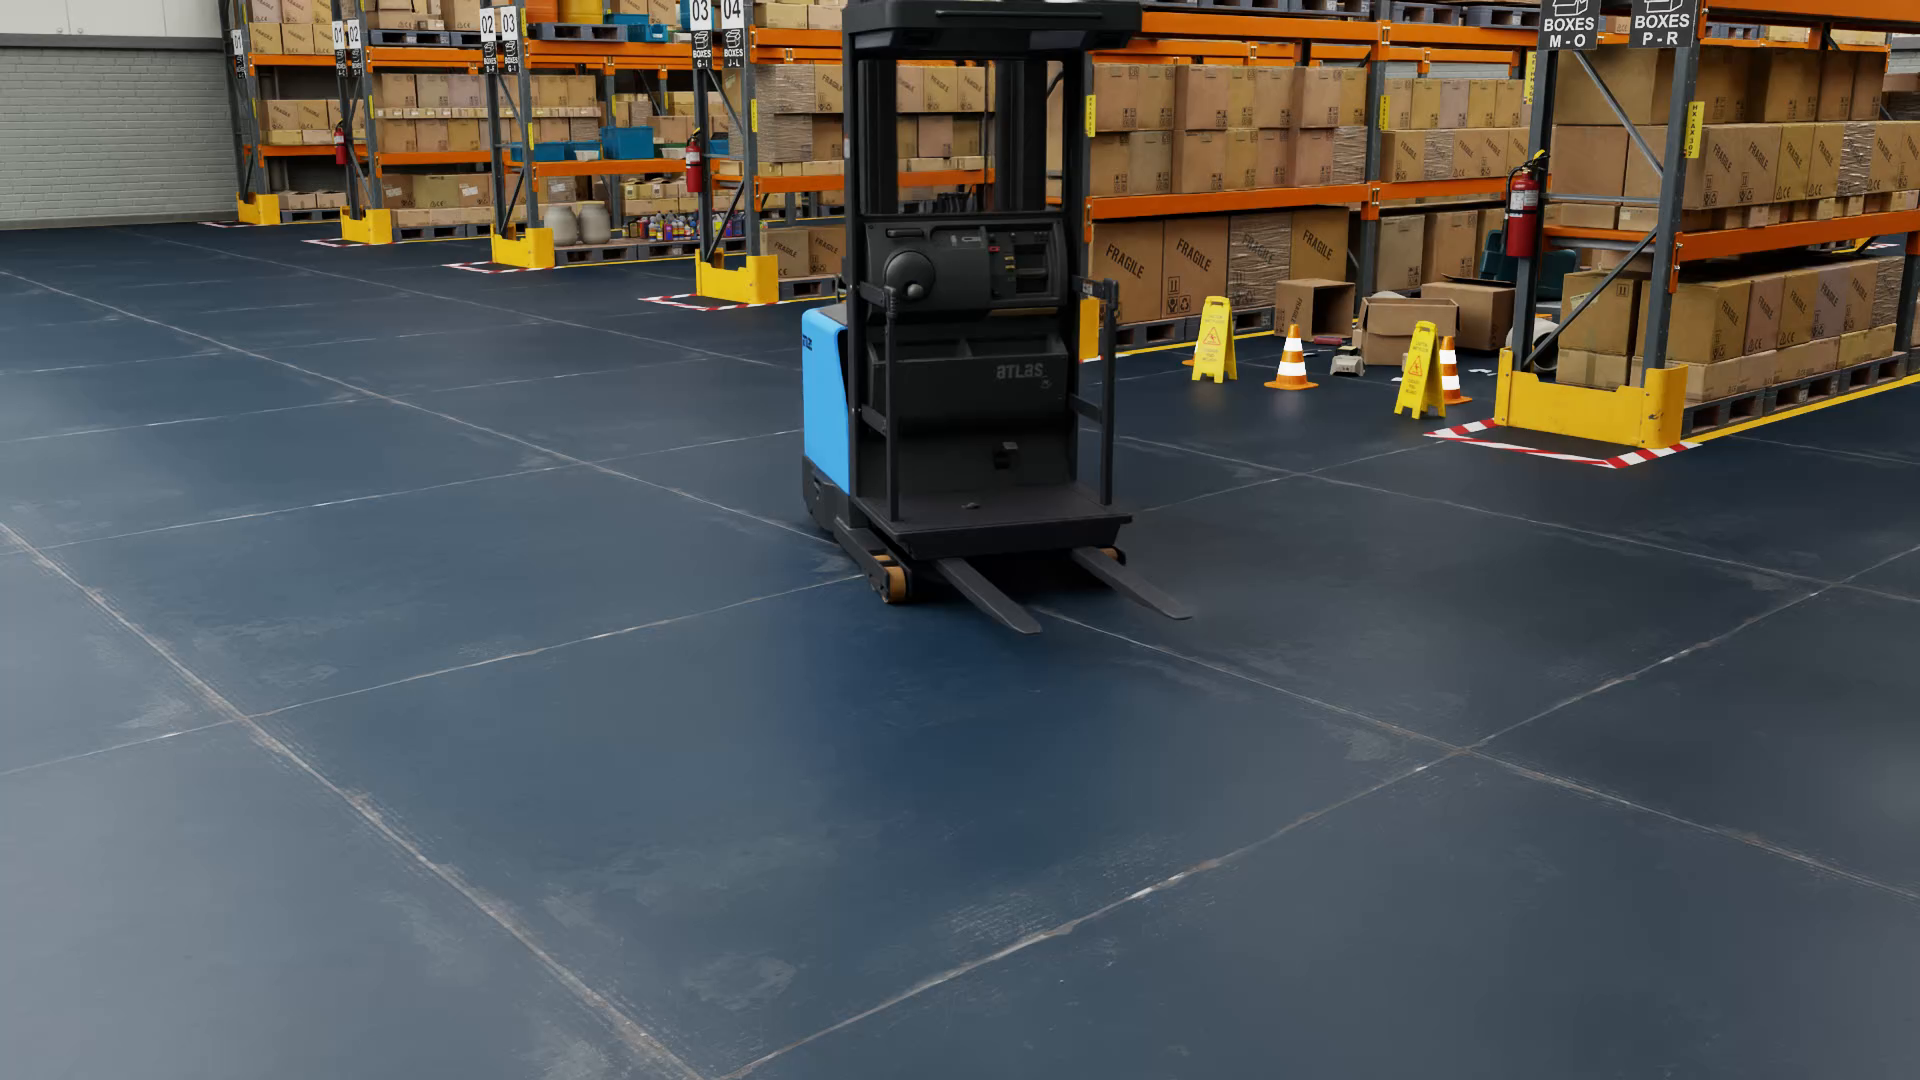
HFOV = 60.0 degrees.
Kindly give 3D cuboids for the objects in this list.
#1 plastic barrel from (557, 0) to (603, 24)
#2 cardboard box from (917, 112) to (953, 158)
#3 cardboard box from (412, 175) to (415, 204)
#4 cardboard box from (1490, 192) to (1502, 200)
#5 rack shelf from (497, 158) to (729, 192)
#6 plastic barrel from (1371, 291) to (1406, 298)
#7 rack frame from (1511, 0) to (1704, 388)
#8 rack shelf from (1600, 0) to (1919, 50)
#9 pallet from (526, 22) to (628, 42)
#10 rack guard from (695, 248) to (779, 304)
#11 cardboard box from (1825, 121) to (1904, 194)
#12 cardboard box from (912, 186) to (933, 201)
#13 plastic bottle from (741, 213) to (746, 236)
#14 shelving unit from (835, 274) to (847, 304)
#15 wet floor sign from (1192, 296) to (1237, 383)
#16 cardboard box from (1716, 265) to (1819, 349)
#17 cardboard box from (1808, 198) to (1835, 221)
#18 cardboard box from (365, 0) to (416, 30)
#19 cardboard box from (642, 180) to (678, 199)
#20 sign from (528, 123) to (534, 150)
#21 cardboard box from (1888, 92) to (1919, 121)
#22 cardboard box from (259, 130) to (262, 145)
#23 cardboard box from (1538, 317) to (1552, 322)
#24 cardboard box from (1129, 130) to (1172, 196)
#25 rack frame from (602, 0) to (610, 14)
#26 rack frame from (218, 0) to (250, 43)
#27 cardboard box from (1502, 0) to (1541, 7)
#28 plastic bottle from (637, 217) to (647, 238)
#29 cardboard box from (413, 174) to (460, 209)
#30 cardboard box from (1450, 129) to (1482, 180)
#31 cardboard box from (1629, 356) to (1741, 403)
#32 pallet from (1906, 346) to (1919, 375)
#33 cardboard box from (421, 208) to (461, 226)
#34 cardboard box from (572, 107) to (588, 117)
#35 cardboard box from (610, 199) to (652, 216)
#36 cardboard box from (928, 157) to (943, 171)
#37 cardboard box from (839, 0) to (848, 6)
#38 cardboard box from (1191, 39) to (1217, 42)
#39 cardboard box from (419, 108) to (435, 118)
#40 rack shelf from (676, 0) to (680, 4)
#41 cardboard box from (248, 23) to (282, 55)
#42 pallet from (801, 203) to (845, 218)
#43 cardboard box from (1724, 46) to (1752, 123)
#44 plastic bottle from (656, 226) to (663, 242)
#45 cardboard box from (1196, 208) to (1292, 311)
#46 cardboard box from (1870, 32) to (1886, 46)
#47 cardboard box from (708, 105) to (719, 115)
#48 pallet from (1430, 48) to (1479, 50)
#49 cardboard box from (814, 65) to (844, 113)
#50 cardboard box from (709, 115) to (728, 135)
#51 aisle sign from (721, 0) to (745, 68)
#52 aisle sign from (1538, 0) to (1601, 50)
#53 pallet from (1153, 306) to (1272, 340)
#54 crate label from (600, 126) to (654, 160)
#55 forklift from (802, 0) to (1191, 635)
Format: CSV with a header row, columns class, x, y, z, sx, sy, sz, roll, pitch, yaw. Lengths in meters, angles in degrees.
class,x,y,z,sx,sy,sz,roll,pitch,yaw
plastic barrel,-4.956,-6.992,21.623,0.600,0.588,0.600,0,15,0
cardboard box,-0.556,-4.690,19.226,0.500,0.500,0.875,-13,19,-39
cardboard box,-9.975,-6.459,30.608,0.500,0.500,0.500,14,21,43
cardboard box,8.472,-5.676,26.989,0.875,0.875,0.875,-13,19,-39
rack shelf,-4.224,-5.022,22.634,4.000,0.370,1.077,-13,19,-39
plastic barrel,3.867,-2.026,15.016,0.421,0.421,0.512,0,15,-1
rack frame,4.024,-2.138,10.440,0.127,3.000,1.000,-13,19,-39
rack shelf,5.532,-3.578,11.414,4.000,0.370,1.077,-13,19,-39
pallet,-5.045,-6.510,21.363,1.213,0.211,1.003,-13,19,-39
rack guard,-2.424,-2.872,18.034,0.348,0.500,1.175,-13,19,-39
cardboard box,6.485,-2.795,12.131,0.500,0.500,0.500,-12,19,-38
cardboard box,-0.870,-6.727,31.615,0.500,0.500,0.500,-12,19,-39
plastic bottle,-3.012,-4.476,23.476,0.185,0.351,0.144,-13,20,-41
shelving unit,-0.379,-0.857,9.100,0.503,1.200,0.258,-8,13,-27
wet floor sign,1.976,-1.556,12.826,0.267,0.644,0.232,12,19,37
cardboard box,5.607,-1.634,11.617,0.500,0.500,0.500,-12,19,-38
cardboard box,5.852,-2.319,11.607,0.250,0.149,0.380,-12,19,-39
cardboard box,-8.545,-7.862,24.774,0.637,0.503,0.797,-11,18,-36
cardboard box,-5.108,-5.924,28.044,0.500,0.311,0.500,-13,20,-40
sign,-5.375,-5.057,20.833,0.005,0.325,0.100,-13,19,-39
cardboard box,7.583,-3.234,12.960,0.500,0.500,0.500,-12,19,-38
cardboard box,-12.011,-7.014,28.948,0.500,0.250,0.500,-12,19,-39
cardboard box,5.018,-1.774,14.377,0.258,0.266,0.396,2,15,9
cardboard box,1.349,-3.326,14.598,0.550,0.550,0.875,-13,19,-39
rack frame,-5.964,-9.572,26.648,0.127,3.000,1.000,-13,19,-39
rack frame,-12.236,-9.858,27.719,0.127,3.000,1.000,-13,19,-39
cardboard box,6.142,-5.861,17.733,0.500,0.311,0.500,-13,19,-39
plastic bottle,-4.427,-4.362,23.192,0.135,0.276,0.152,-12,19,-39
cardboard box,-8.055,-5.365,25.586,0.500,0.500,0.500,-13,19,-39
cardboard box,5.048,-4.017,17.281,0.500,0.500,0.500,-13,20,-40
cardboard box,4.814,-1.095,11.051,0.500,0.250,0.500,-13,20,-40
pallet,7.628,-1.600,13.832,1.213,0.211,1.003,-13,19,-39
cardboard box,-8.056,-5.003,25.684,0.500,0.250,0.500,-13,19,-39
cardboard box,-6.216,-6.906,26.841,0.250,0.149,0.380,-13,20,-41
cardboard box,-5.497,-5.568,27.798,0.500,0.250,0.500,-13,20,-41
cardboard box,-0.409,-4.327,19.125,0.250,0.149,0.380,-13,19,-39
cardboard box,-1.315,-5.802,17.866,0.250,0.149,0.380,-13,20,-40
cardboard box,2.990,-6.584,21.564,0.500,0.250,0.500,-13,20,-40
cardboard box,-8.158,-6.470,25.207,0.250,0.149,0.380,-13,19,-39
rack shelf,-4.692,-11.011,34.206,4.000,0.370,1.077,-13,19,-39
cardboard box,-11.820,-8.475,28.121,0.500,0.500,0.500,-12,19,-38
pallet,-2.359,-6.123,30.765,1.213,0.211,1.003,-13,19,-39
cardboard box,4.970,-3.132,11.457,0.500,0.500,0.700,-13,20,-40
plastic bottle,-4.083,-4.156,22.565,0.097,0.201,0.097,0,15,0
cardboard box,2.518,-2.692,15.818,0.875,0.875,0.875,-12,19,-39
cardboard box,12.599,-7.043,23.282,0.500,0.250,0.500,-13,20,-41
cardboard box,-5.266,-8.636,33.960,0.500,0.500,0.500,-12,19,-38
pallet,8.115,-7.848,26.179,1.213,0.211,1.003,-13,19,-39
cardboard box,-1.506,-4.865,17.945,0.500,0.500,0.500,-13,19,-39
cardboard box,-4.202,-7.112,28.870,0.500,0.500,0.500,-14,20,-42
aisle sign,-2.331,-5.254,17.069,0.004,0.787,0.394,-13,19,-39
aisle sign,3.787,-3.440,10.277,0.004,0.787,0.394,-13,19,-39
pallet,2.170,-2.093,15.677,1.213,0.211,1.003,-13,19,-39
crate label,-4.522,-5.413,22.633,0.616,0.435,0.502,-13,19,-39
forklift,0.101,-1.255,7.269,1.130,2.935,3.031,-5,16,-17
